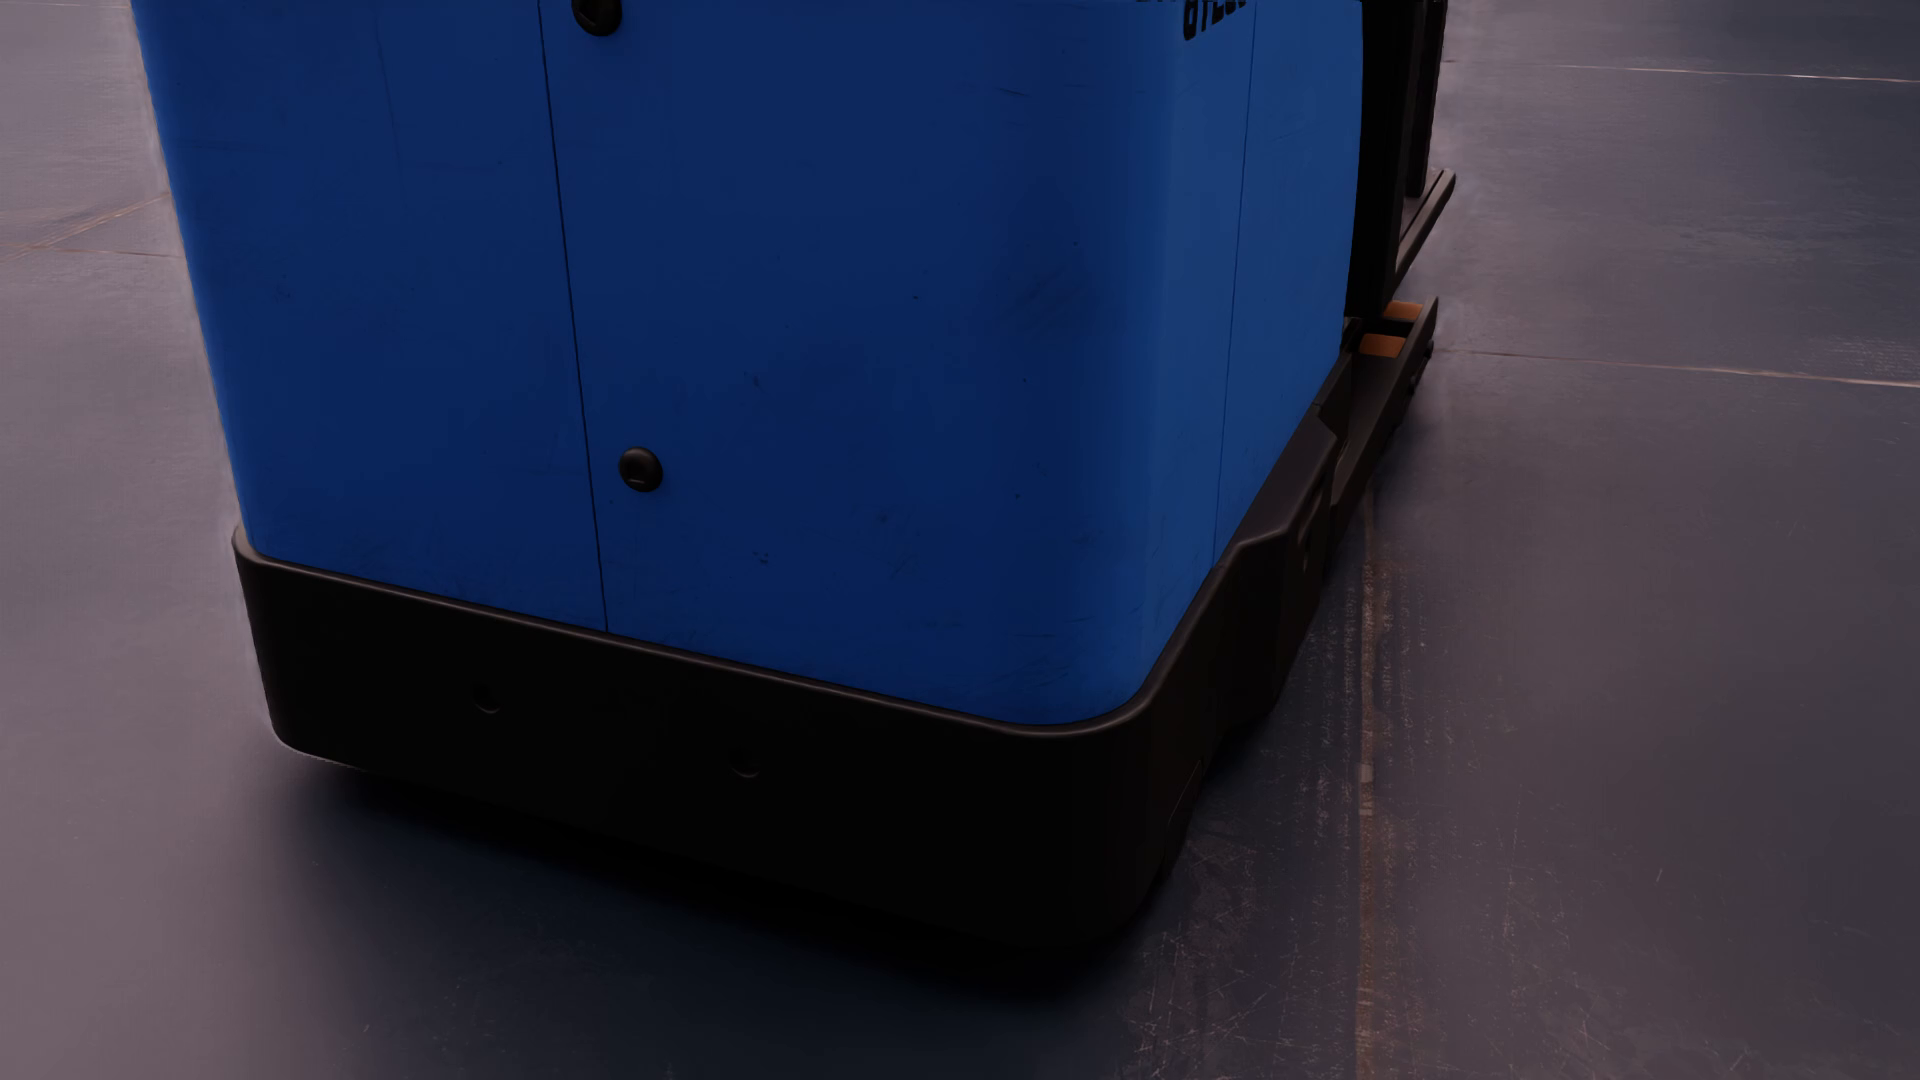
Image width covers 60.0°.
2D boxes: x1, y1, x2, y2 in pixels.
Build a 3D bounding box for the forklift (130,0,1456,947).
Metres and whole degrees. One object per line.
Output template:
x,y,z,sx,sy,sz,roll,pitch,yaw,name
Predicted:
0.229,-1.564,2.345,1.130,2.935,3.031,11,29,20,forklift
